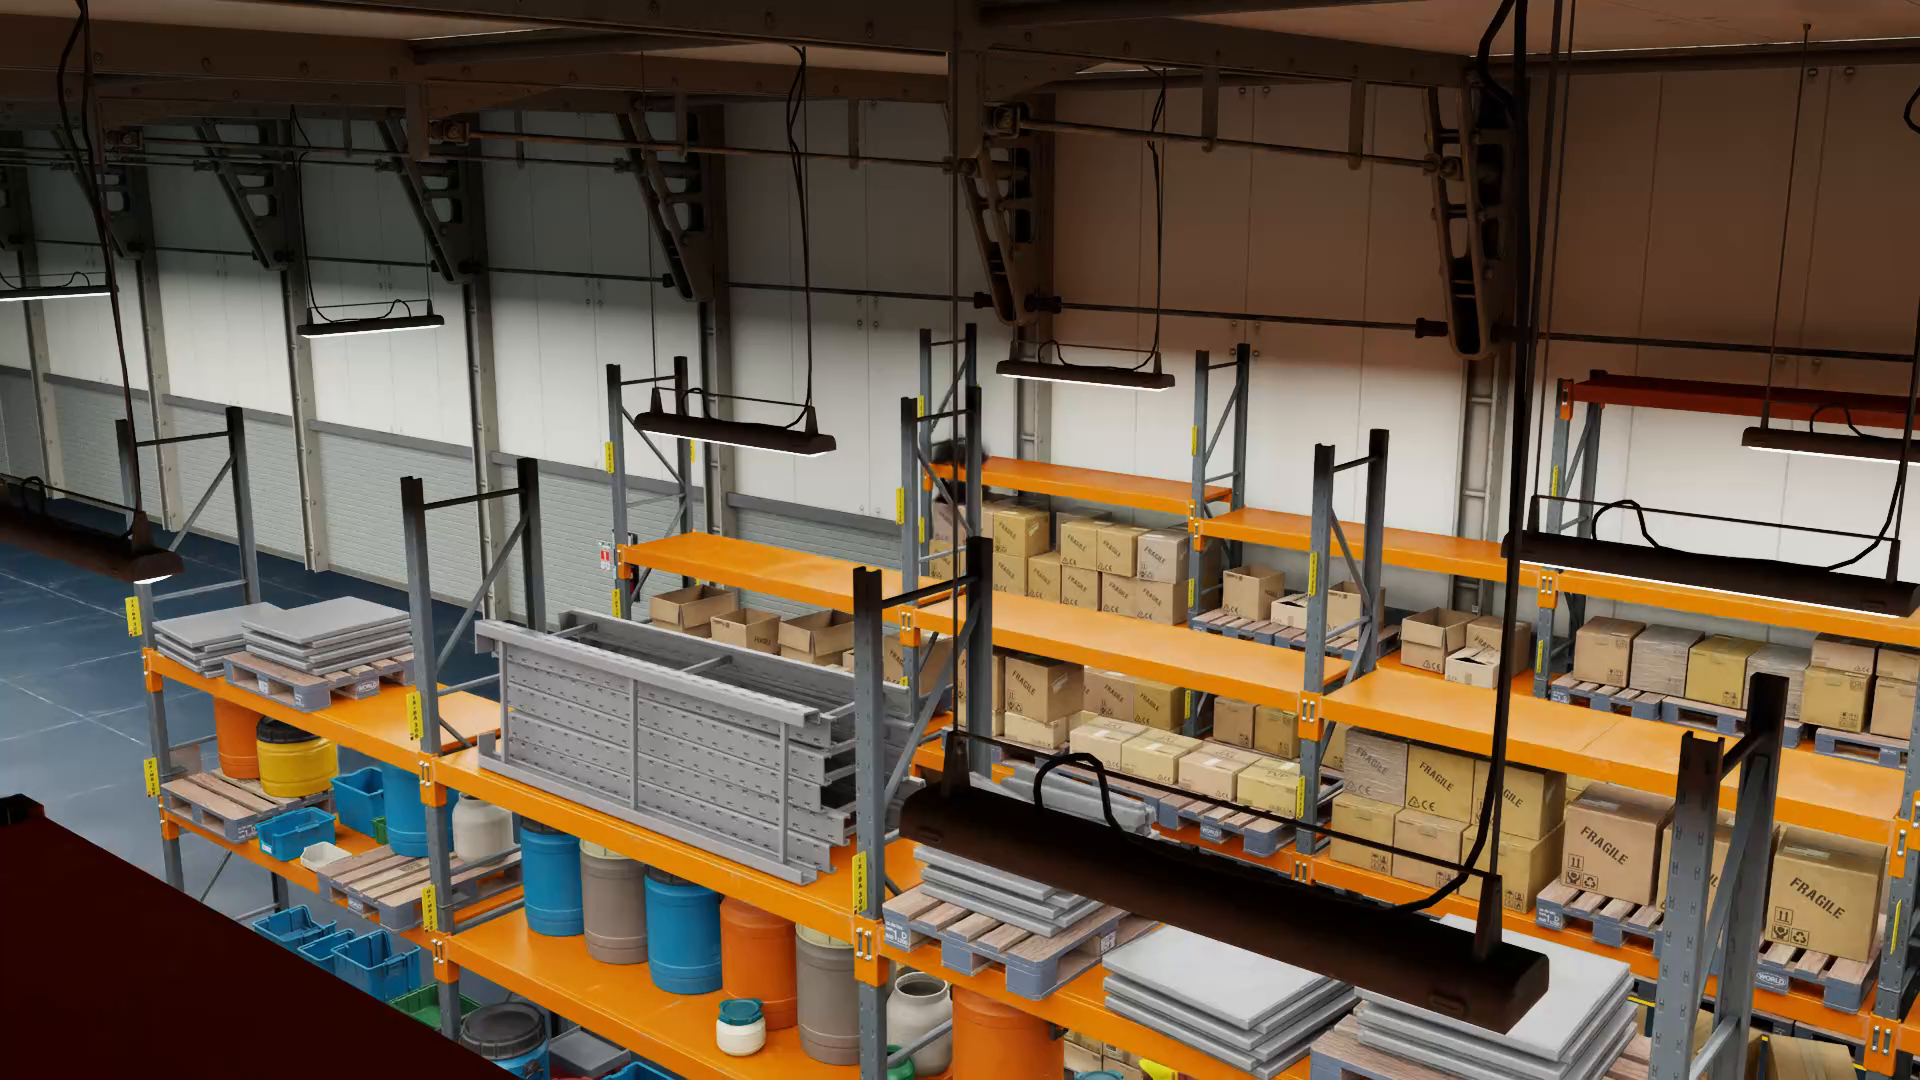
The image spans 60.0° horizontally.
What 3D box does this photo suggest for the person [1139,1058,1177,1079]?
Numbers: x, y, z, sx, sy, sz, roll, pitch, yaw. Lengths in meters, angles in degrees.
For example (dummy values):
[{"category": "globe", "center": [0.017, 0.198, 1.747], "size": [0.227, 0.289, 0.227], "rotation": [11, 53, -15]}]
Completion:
[{"category": "person", "center": [1.413, 4.557, 12.137], "size": [0.897, 1.736, 0.713], "rotation": [7, 15, 30]}]
